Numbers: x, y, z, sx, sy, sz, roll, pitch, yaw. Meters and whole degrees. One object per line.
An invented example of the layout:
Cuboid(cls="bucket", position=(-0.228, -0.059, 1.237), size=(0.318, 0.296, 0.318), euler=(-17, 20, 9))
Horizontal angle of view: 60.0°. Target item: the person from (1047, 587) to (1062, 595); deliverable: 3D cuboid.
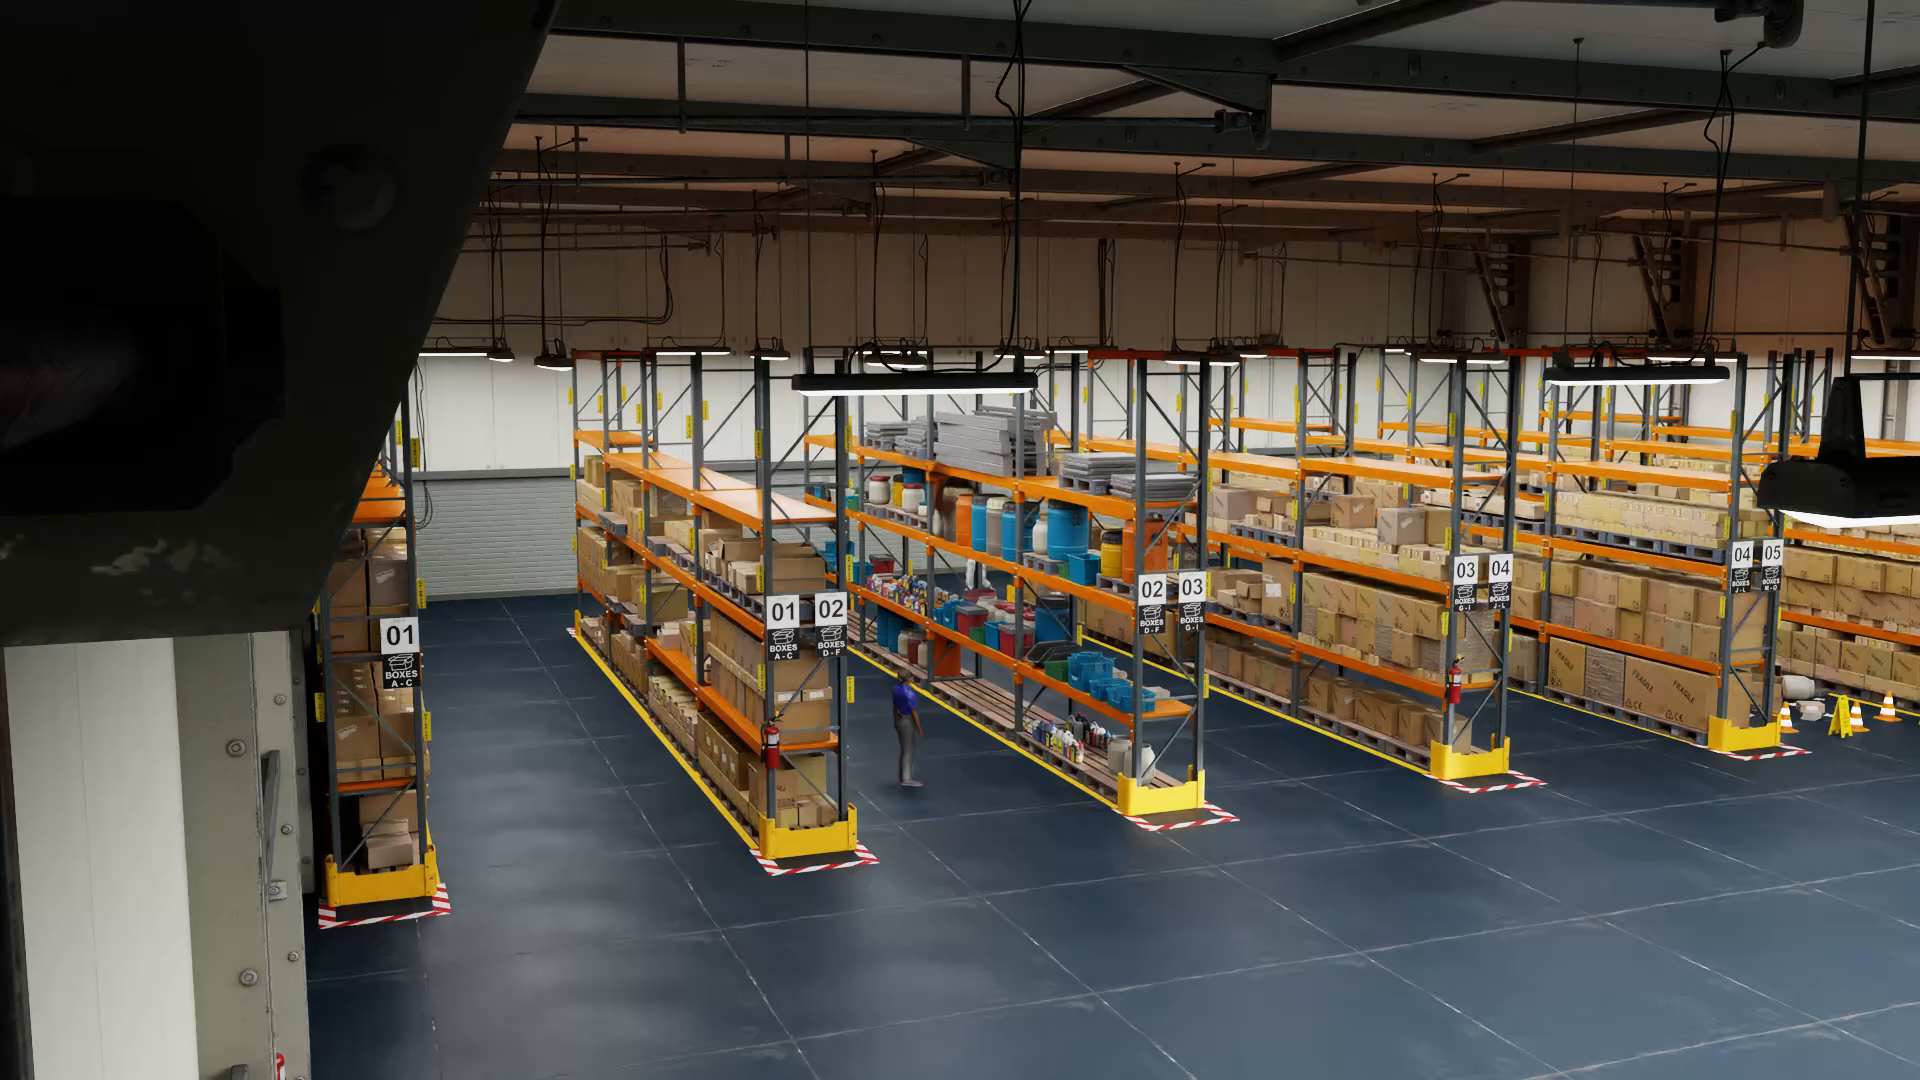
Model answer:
Cuboid(cls="person", position=(1.748, 1.582, 30.983), size=(0.402, 1.782, 0.544), euler=(-2, 7, -13))

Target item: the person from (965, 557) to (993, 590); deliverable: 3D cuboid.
Cuboid(cls="person", position=(0.376, 0.567, 39.362), size=(0.583, 1.775, 0.872), euler=(5, 9, 37))

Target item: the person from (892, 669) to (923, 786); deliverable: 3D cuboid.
Cuboid(cls="person", position=(-0.734, 2.645, 23.315), size=(0.370, 1.716, 0.459), euler=(-2, 7, -18))
